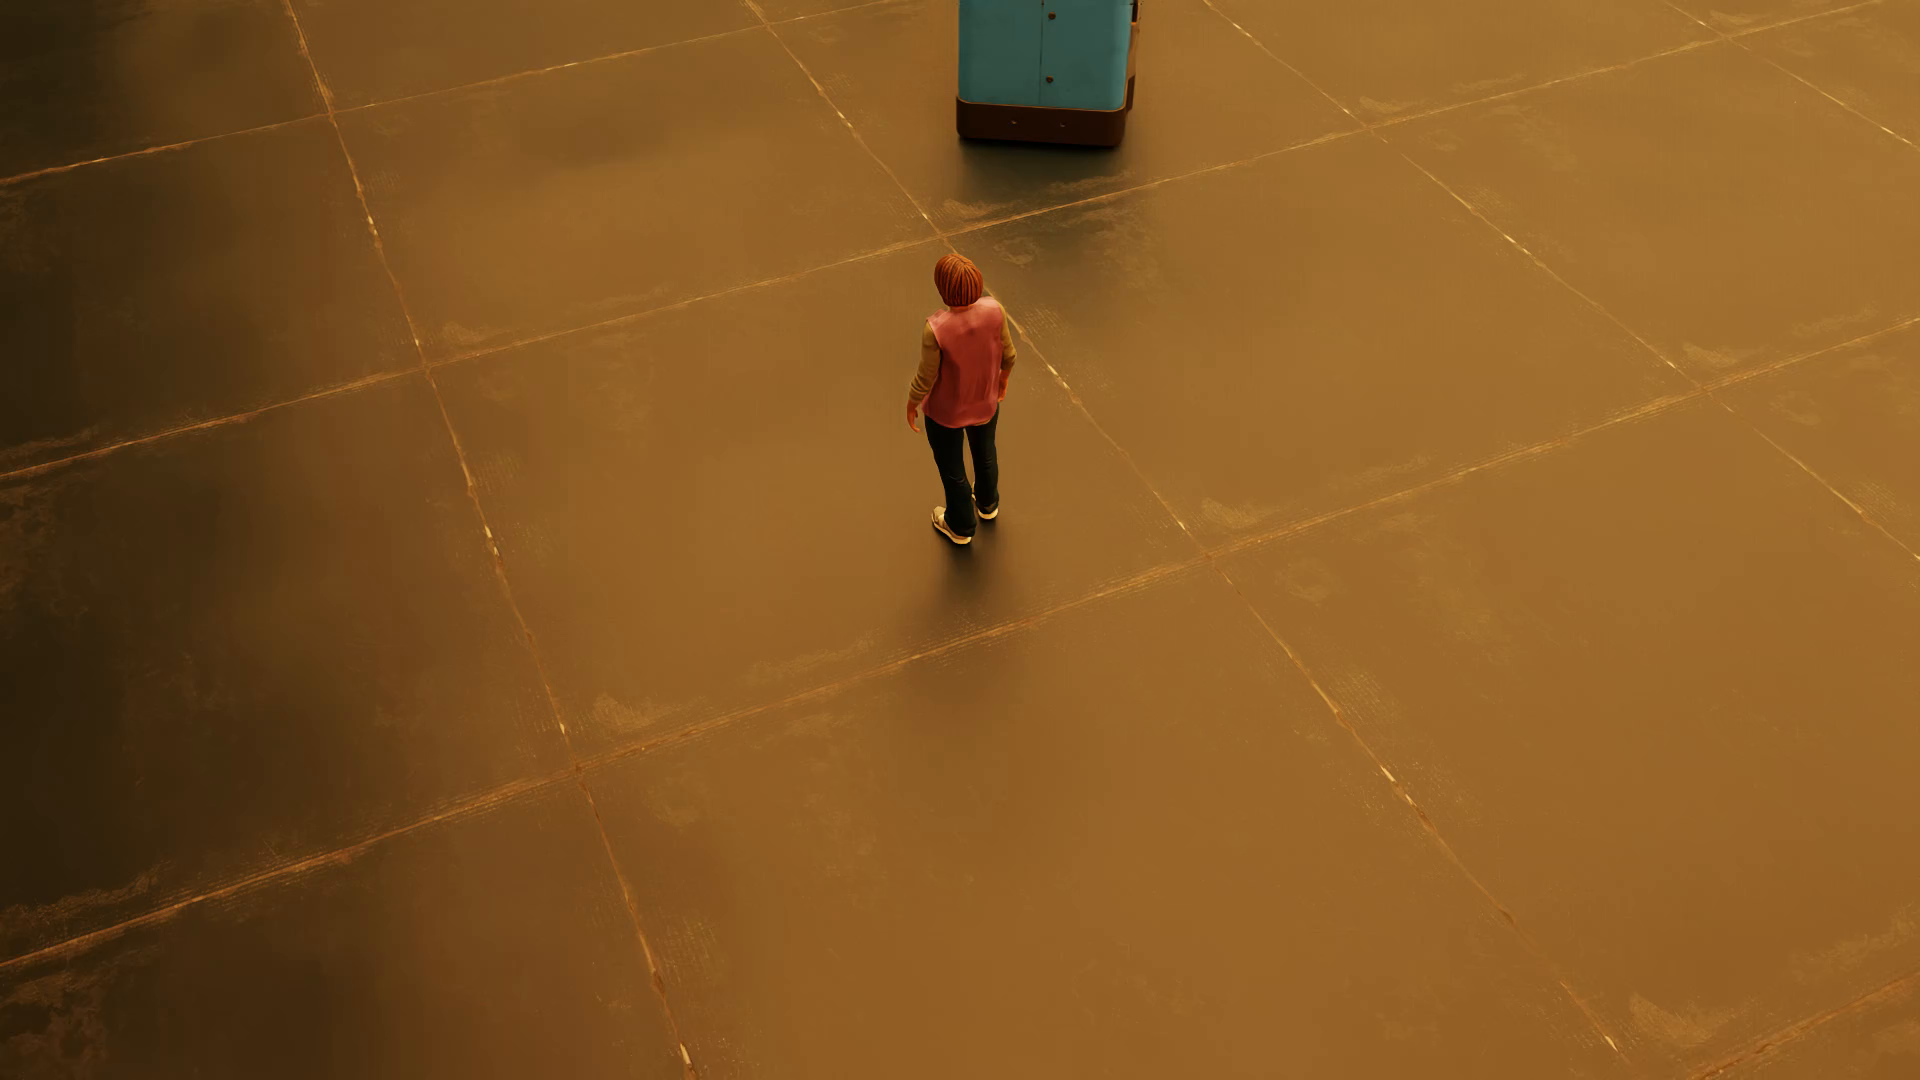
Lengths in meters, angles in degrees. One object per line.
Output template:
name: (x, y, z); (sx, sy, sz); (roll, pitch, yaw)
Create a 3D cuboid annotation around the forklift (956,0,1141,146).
forklift: (0.673, -4.529, 10.533); (1.130, 2.935, 3.031); (5, 43, 5)

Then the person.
person: (-0.018, -0.639, 7.331); (0.520, 1.597, 0.476); (-18, 46, -18)
